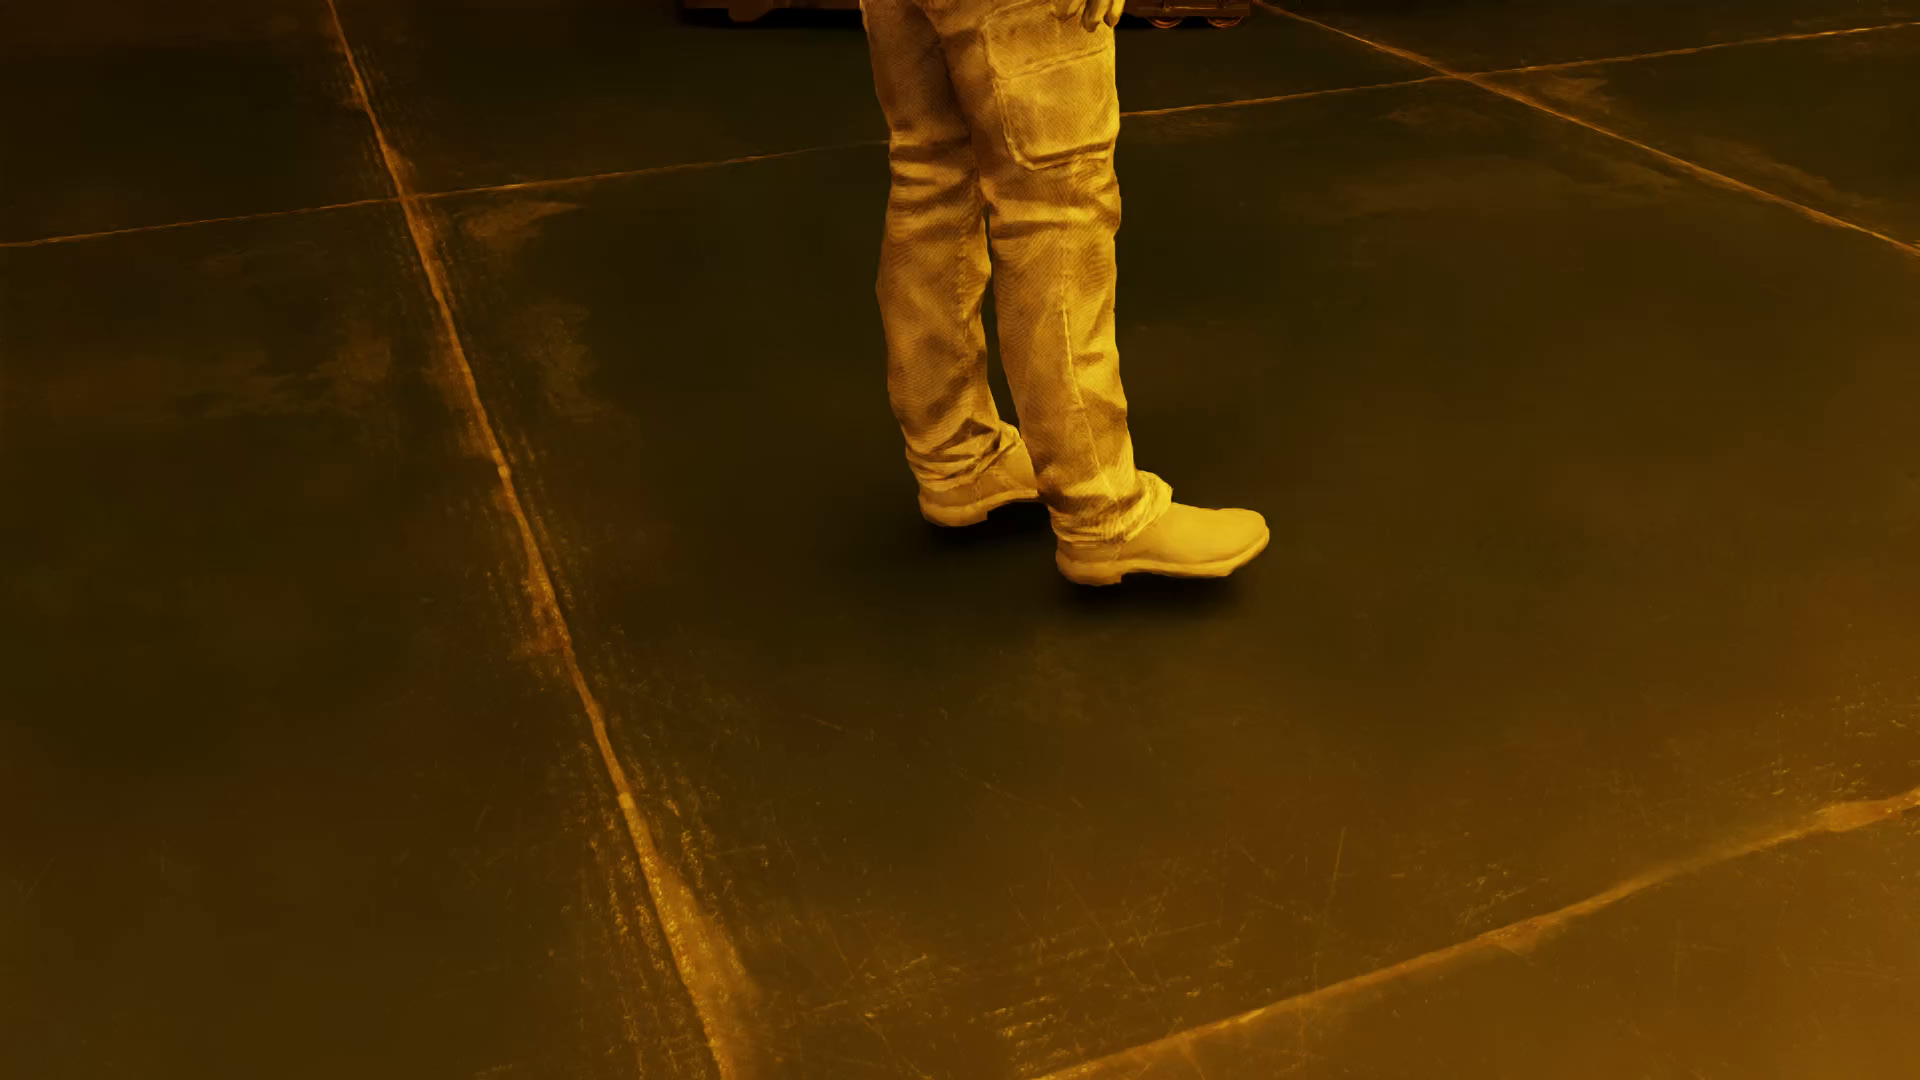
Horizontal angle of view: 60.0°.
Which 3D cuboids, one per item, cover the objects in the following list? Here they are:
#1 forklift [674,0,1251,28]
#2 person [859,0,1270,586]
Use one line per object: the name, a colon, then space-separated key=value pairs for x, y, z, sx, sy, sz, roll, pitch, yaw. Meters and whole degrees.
forklift: x=0.563 y=-3.209 z=5.173 sx=3.031 sy=2.935 sz=1.130 roll=-1 pitch=30 yaw=-2
person: x=0.070 y=-0.825 z=2.053 sx=0.576 sy=1.782 sz=0.655 roll=-11 pitch=32 yaw=-19
